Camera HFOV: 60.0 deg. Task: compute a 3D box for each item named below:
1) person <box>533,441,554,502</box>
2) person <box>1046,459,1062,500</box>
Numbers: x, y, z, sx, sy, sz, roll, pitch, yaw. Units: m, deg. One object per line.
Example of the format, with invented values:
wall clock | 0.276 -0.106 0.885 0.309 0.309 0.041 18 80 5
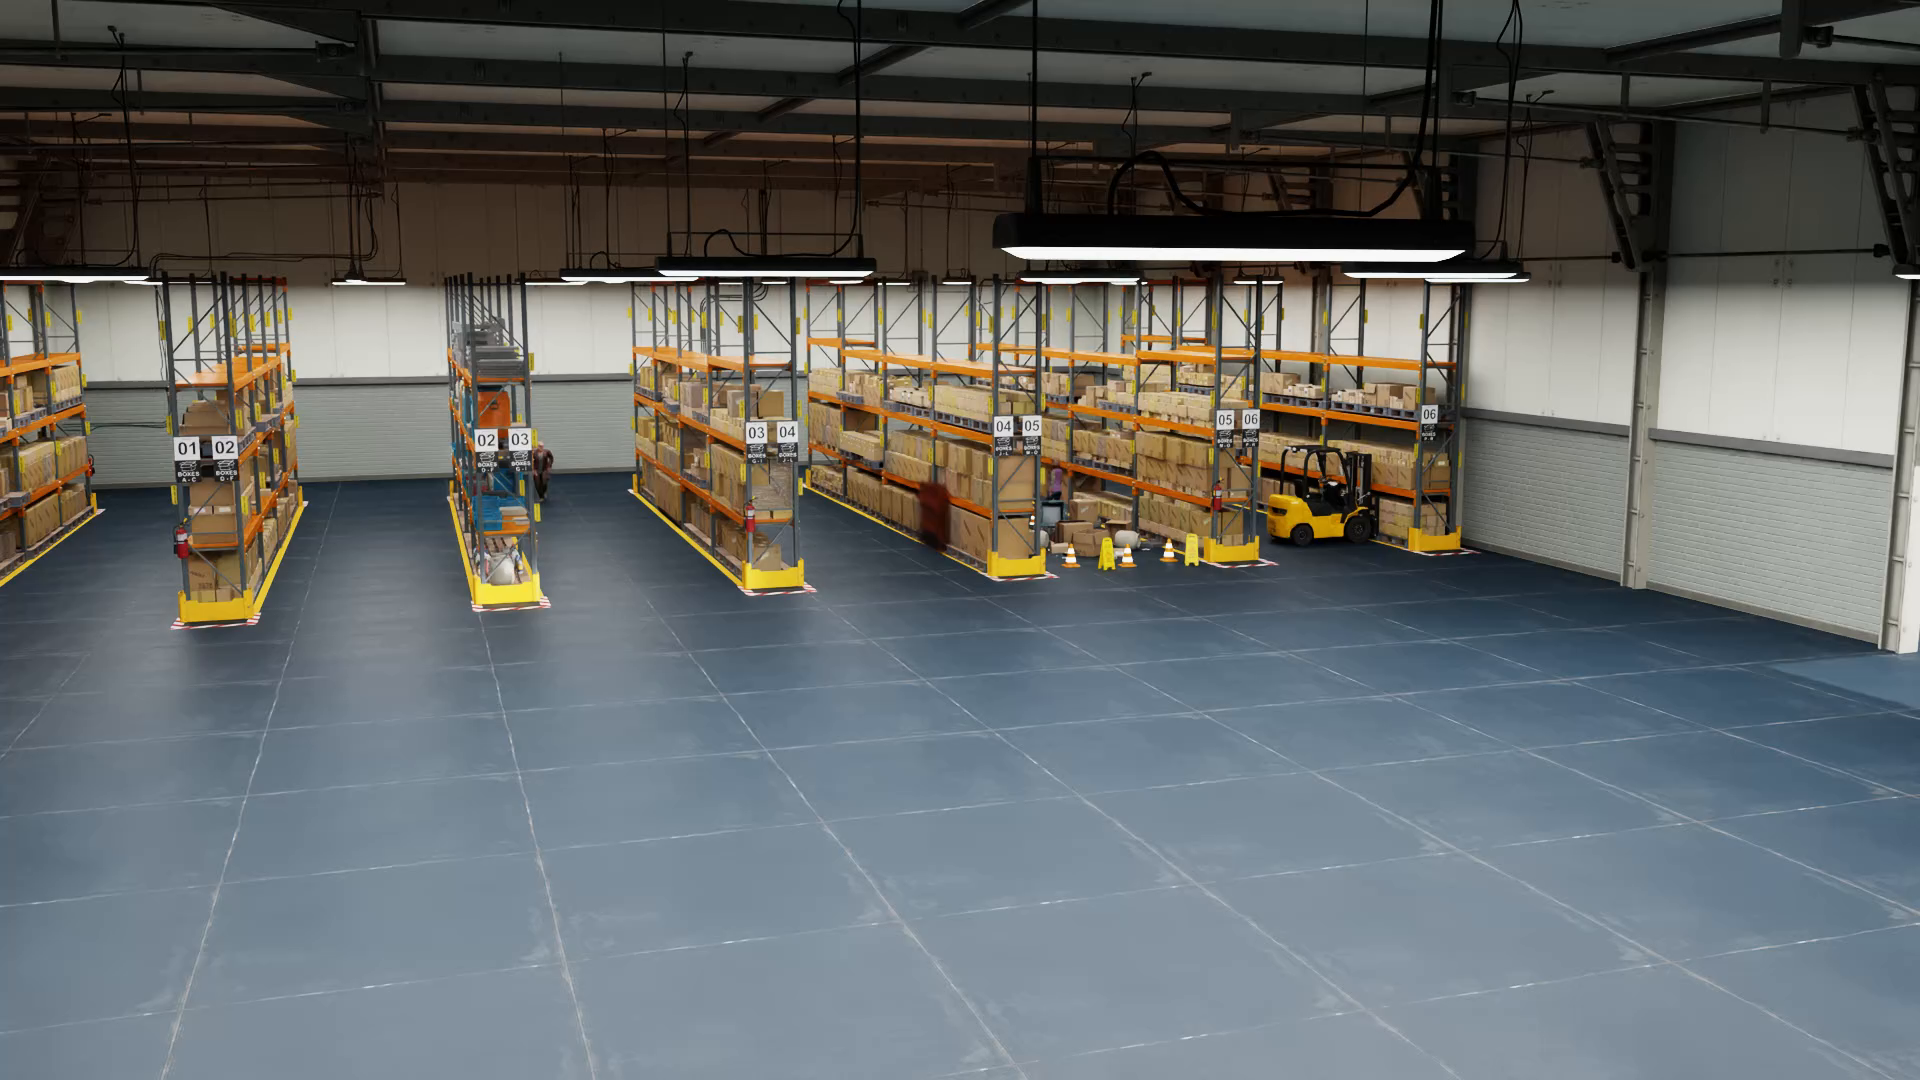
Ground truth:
person | -11.280 -1.832 44.696 0.710 1.677 0.677 -2 9 -10
person | 2.320 -1.160 40.522 0.362 1.622 0.444 7 11 39
